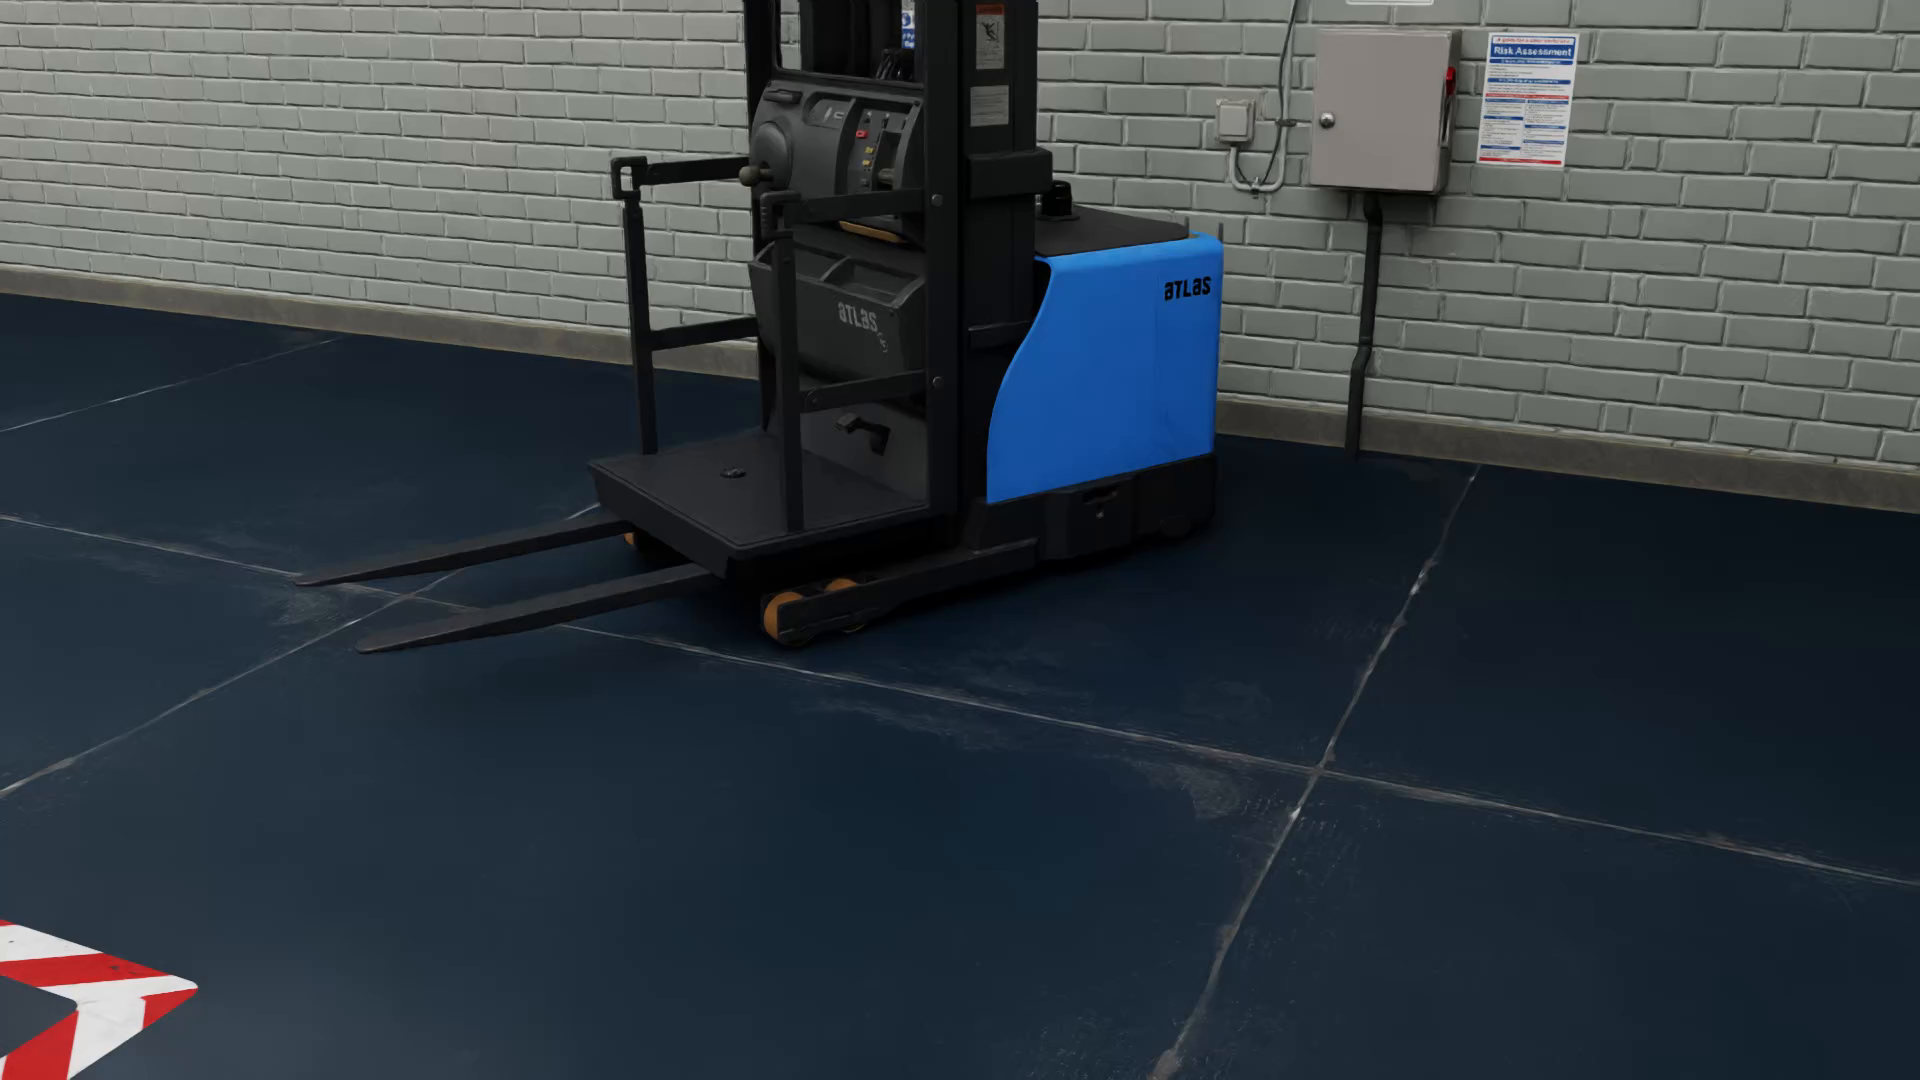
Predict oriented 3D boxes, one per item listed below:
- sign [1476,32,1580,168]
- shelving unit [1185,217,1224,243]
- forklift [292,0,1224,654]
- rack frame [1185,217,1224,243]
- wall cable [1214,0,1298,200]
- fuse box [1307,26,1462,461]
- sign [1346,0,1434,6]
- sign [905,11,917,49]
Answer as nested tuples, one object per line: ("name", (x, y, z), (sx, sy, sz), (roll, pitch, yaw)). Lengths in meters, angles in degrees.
("sign", (2.174, -1.688, 6.381), (0.329, 0.494, 0.001), (9, 21, 23))
("shelving unit", (0.807, -0.671, 6.289), (0.252, 1.050, 0.215), (-13, 24, -33))
("forklift", (-0.571, -1.256, 5.125), (3.031, 2.935, 1.130), (-13, 24, -33))
("rack frame", (0.907, -0.695, 6.356), (0.008, 1.050, 0.200), (-13, 24, -33))
("wall cable", (1.081, -2.358, 6.606), (0.588, 1.984, 0.122), (9, 21, 23))
("fuse box", (1.639, -1.131, 6.594), (0.539, 1.711, 0.414), (9, 21, 23))
("sign", (1.673, -2.198, 6.439), (0.339, 0.242, 0.001), (9, 21, 23))
("sign", (-0.237, -2.223, 7.340), (0.327, 0.218, 0.001), (9, 21, 23))
